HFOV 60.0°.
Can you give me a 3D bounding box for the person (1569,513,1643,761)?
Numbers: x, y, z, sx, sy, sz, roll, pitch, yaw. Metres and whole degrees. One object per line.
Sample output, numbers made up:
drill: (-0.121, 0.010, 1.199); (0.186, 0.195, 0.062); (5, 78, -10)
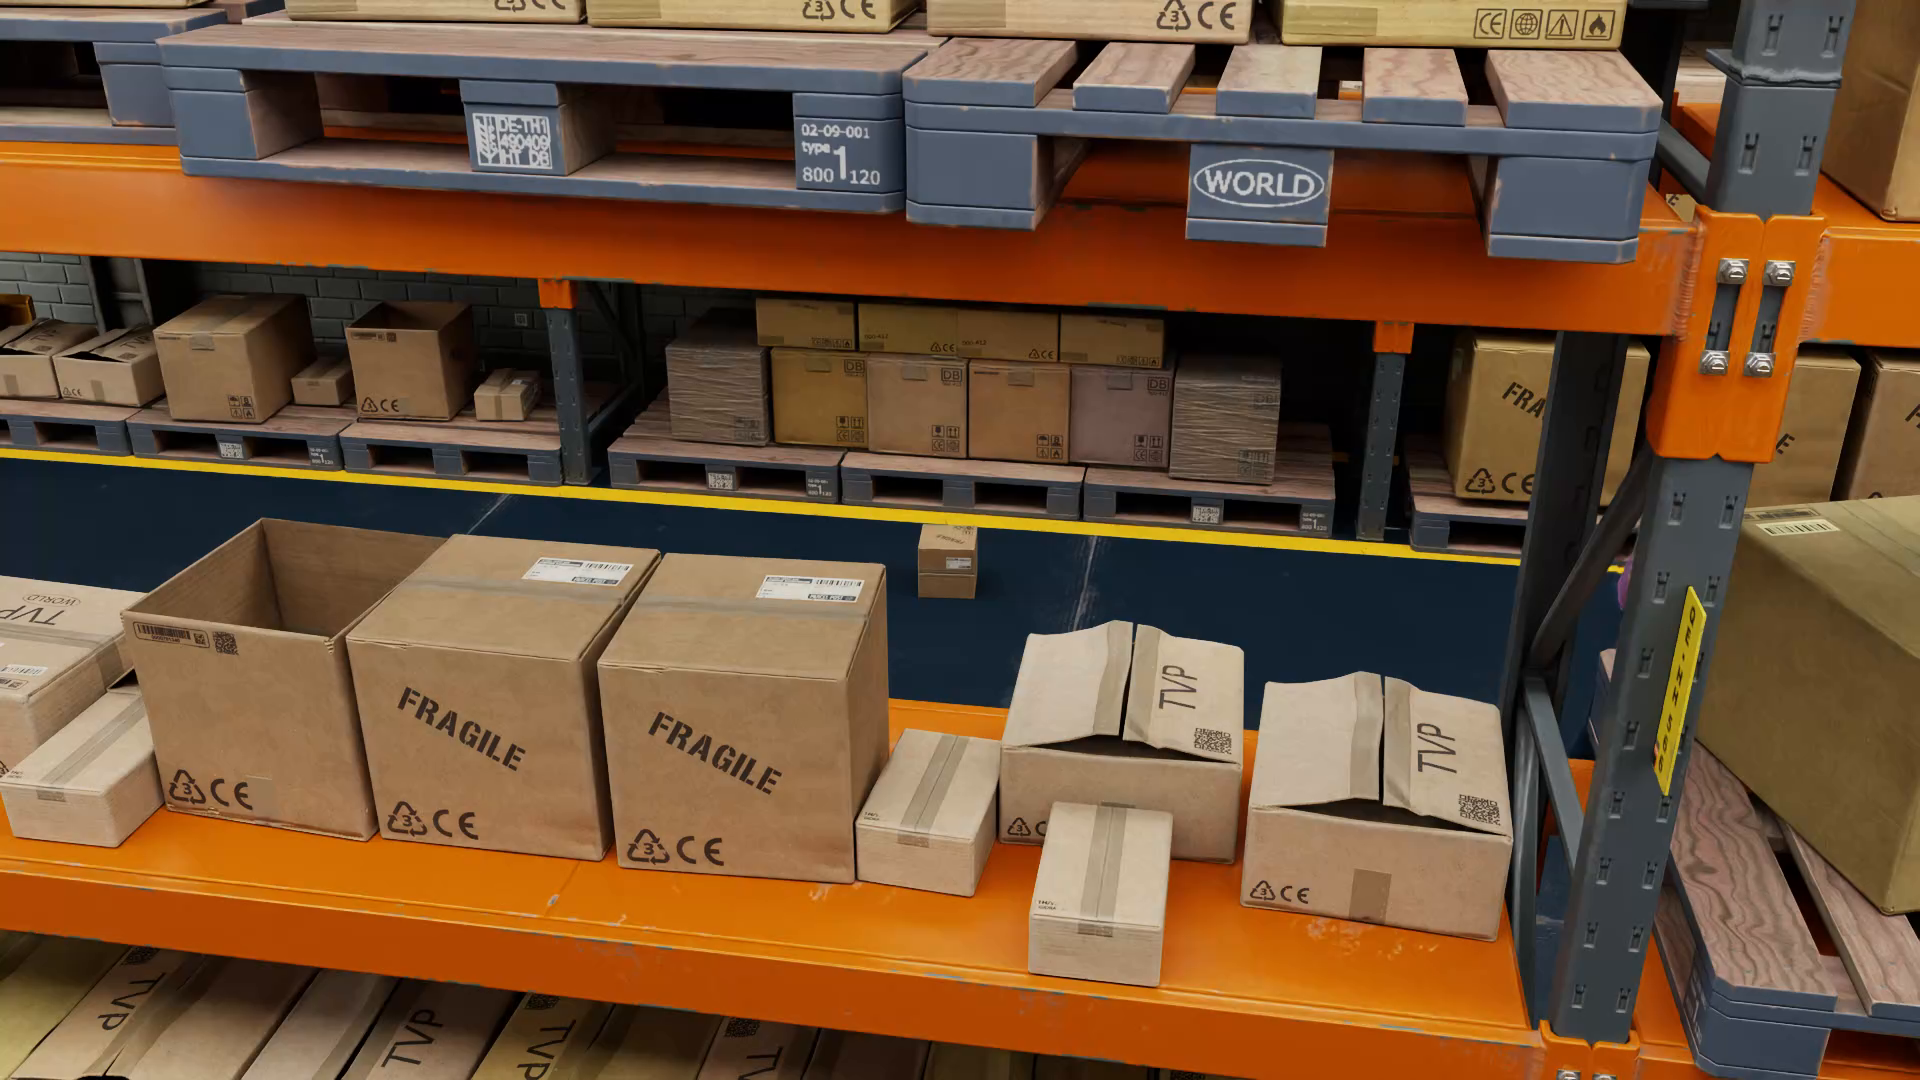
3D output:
person: (2.393, 0.242, 5.606); (0.465, 1.627, 0.416); (10, 27, 21)
